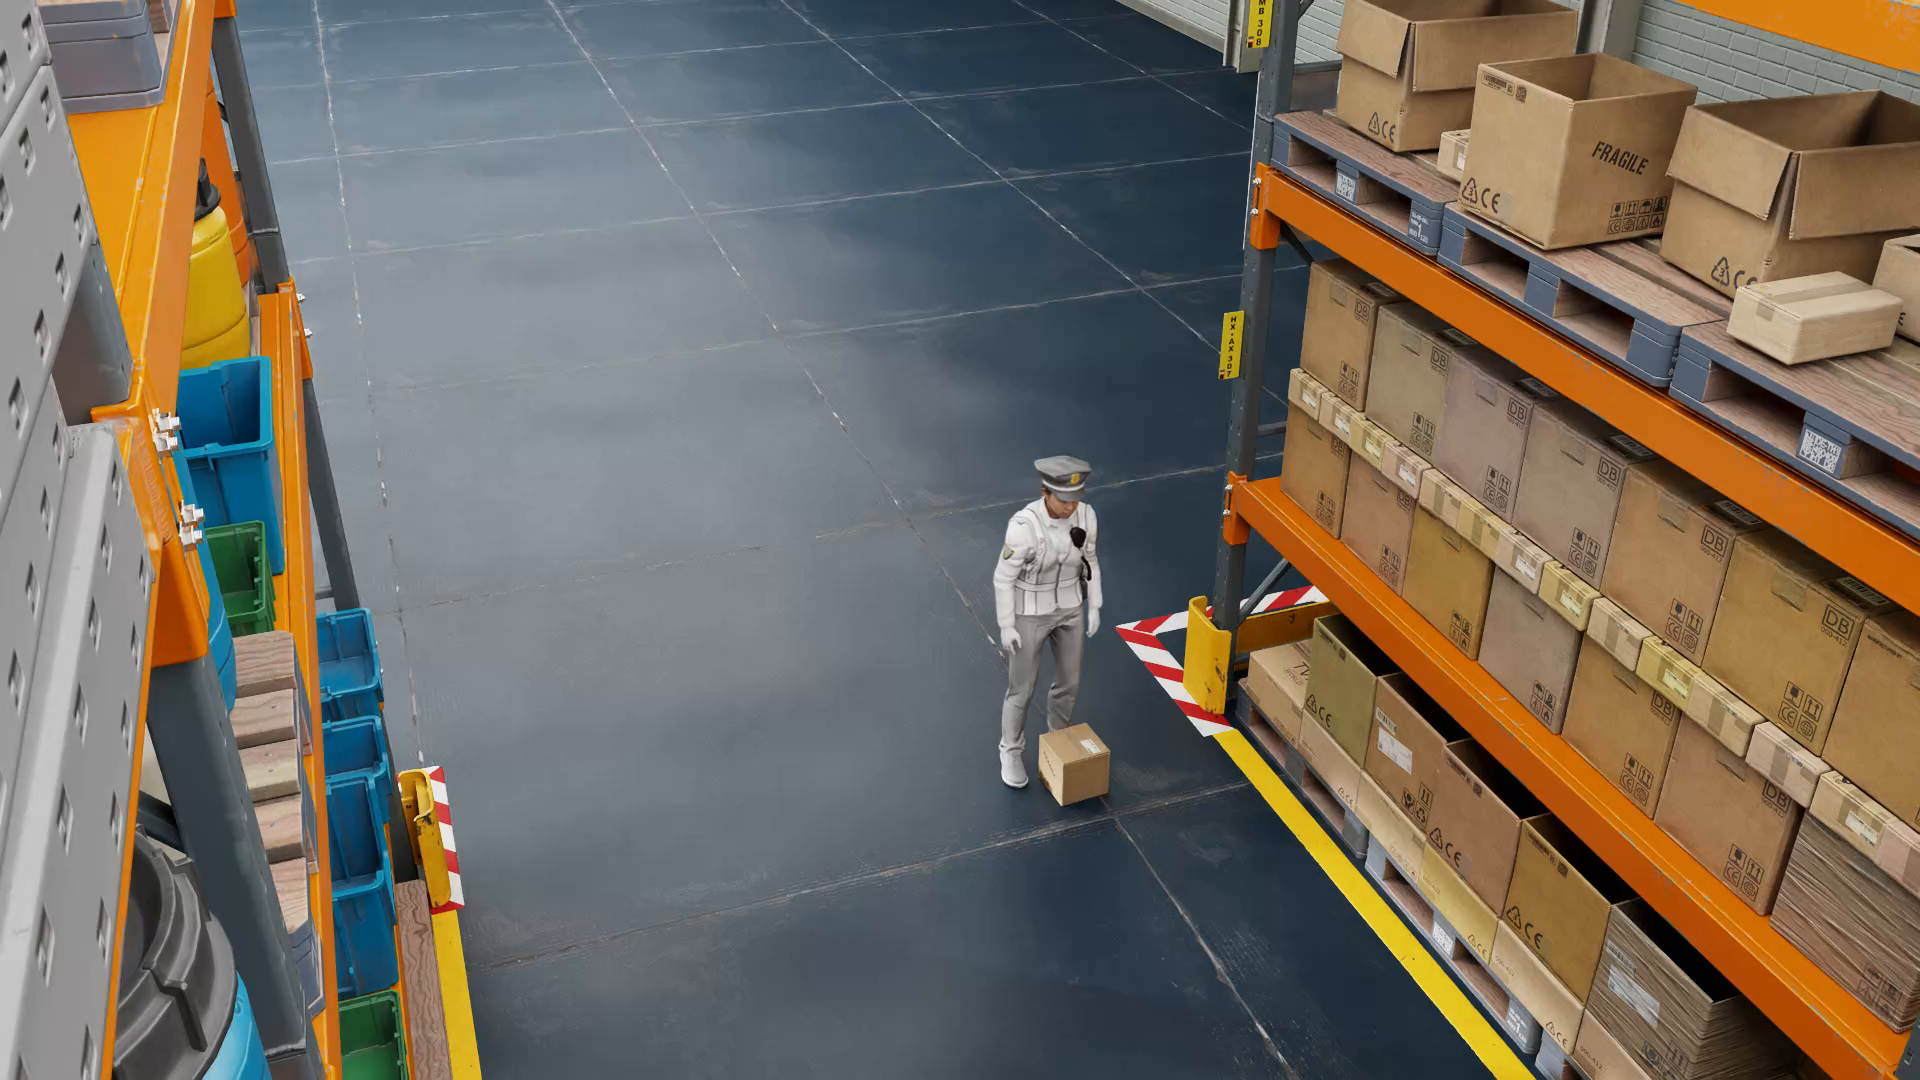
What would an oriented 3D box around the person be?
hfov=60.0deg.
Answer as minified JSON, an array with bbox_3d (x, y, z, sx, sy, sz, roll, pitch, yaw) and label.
[{"bbox_3d":[0.414,0.352,7.723,0.528,1.664,0.373,-12,32,-19],"label":"person"}]
